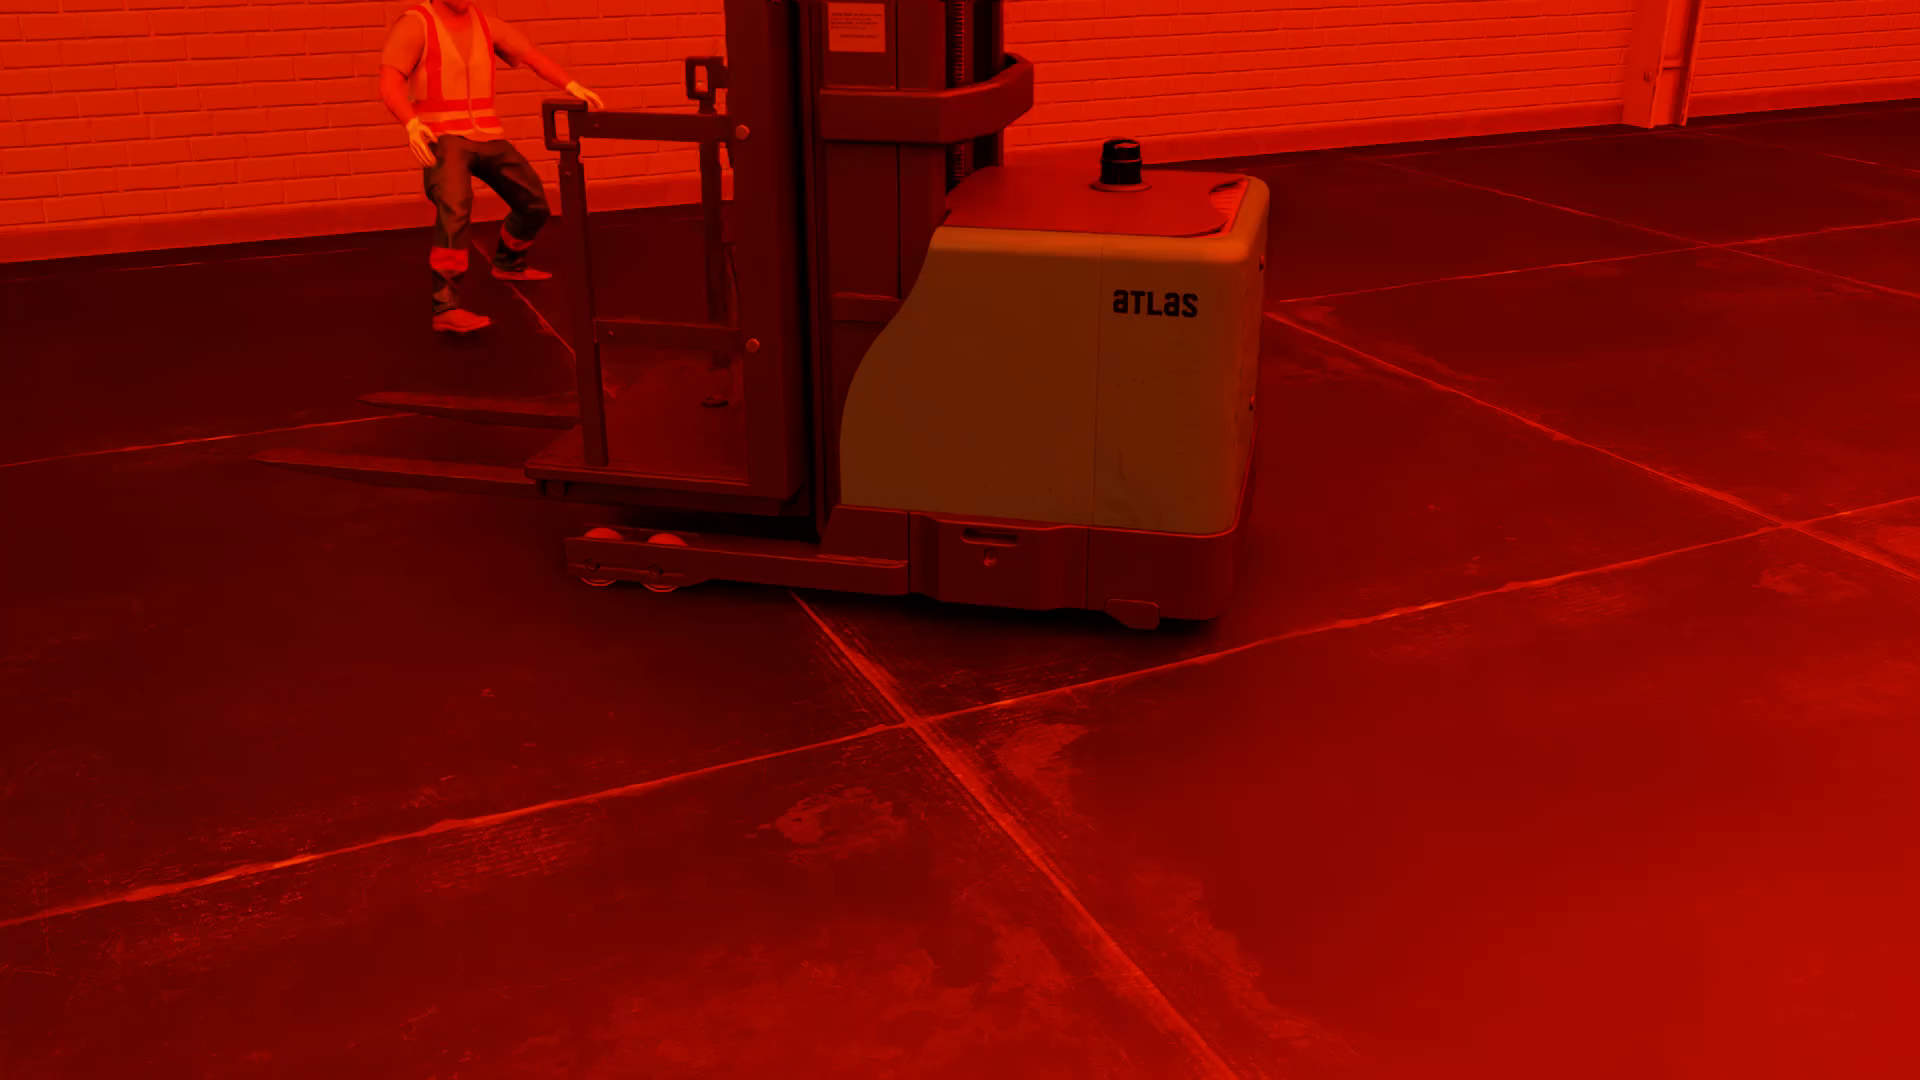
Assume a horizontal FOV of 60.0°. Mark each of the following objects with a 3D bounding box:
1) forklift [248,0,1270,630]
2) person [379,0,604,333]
[{"bbox_3d":[-0.650,-1.393,4.640,3.031,2.935,1.130,5,23,12],"label":"forklift"},{"bbox_3d":[-2.123,-1.815,7.440,0.943,1.626,1.011,19,29,38],"label":"person"}]
